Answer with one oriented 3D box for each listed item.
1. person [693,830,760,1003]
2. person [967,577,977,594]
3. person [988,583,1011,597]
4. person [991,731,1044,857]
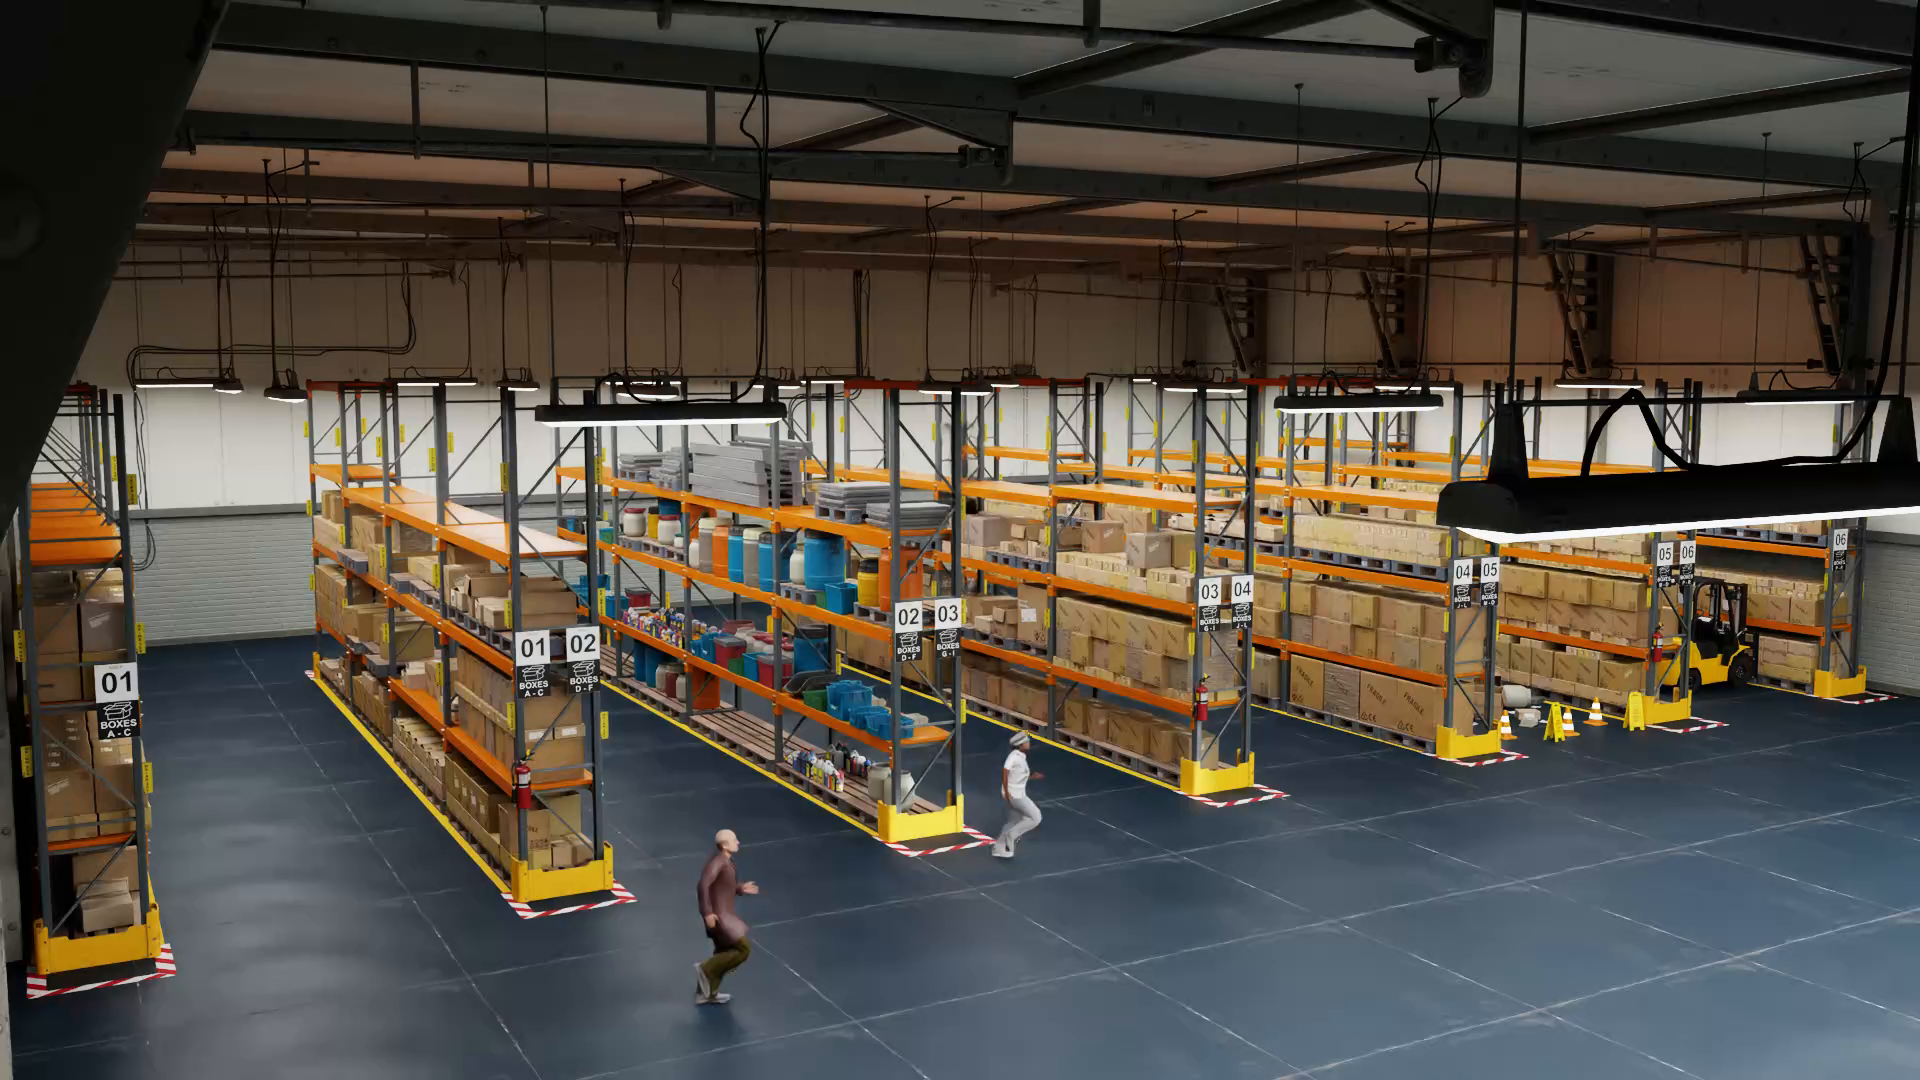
[{"bbox_3d":[-2.311,3.723,16.438,0.673,1.730,0.703,-1,6,-8],"label":"person"},{"bbox_3d":[0.373,1.031,42.276,0.576,1.619,0.625,1,6,12],"label":"person"},{"bbox_3d":[0.926,0.943,42.494,1.004,1.757,0.725,-4,7,-35],"label":"person"},{"bbox_3d":[0.735,3.245,21.215,0.686,1.621,0.560,-1,6,-8],"label":"person"}]
